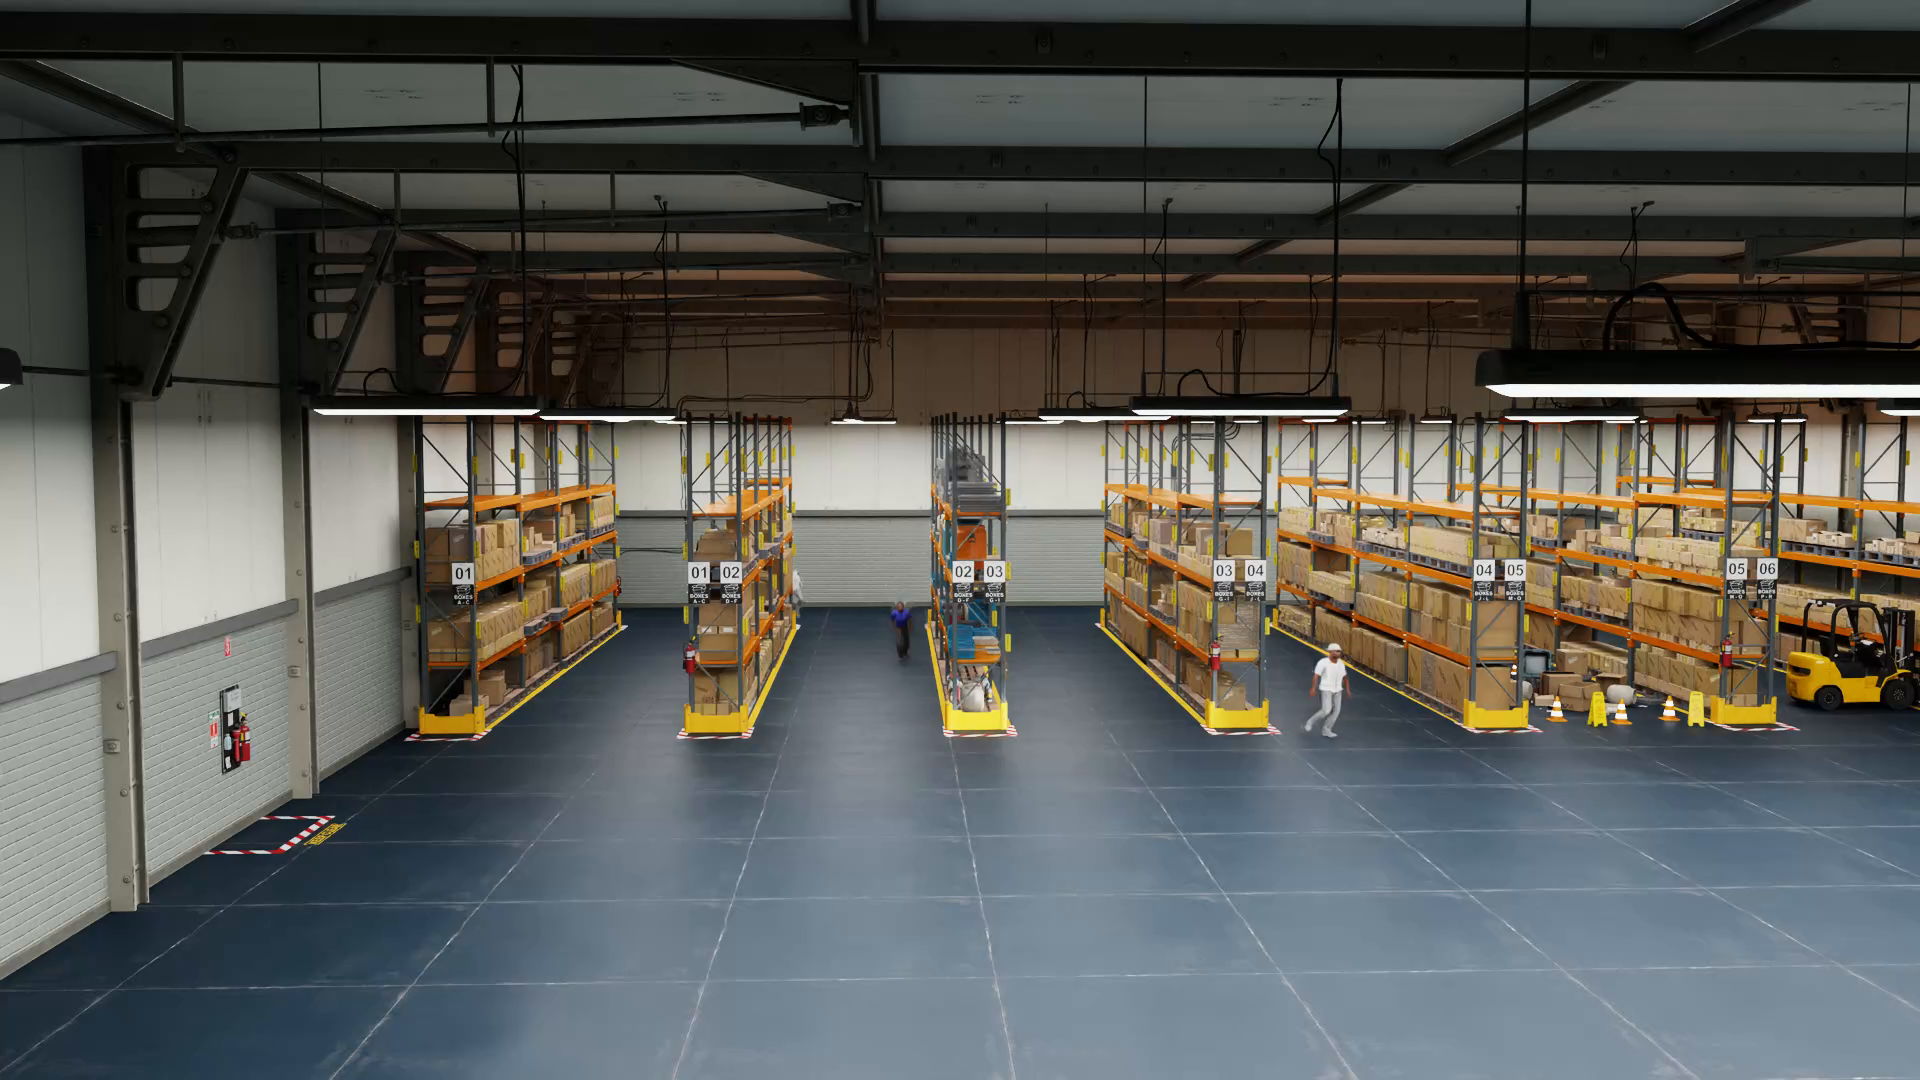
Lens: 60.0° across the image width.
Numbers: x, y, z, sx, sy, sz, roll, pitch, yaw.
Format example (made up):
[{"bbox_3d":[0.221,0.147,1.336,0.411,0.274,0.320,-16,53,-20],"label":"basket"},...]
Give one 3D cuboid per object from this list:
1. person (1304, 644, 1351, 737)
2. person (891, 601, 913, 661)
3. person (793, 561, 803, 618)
[{"bbox_3d":[6.773,2.767,30.681,0.784,1.726,0.580,-2,4,-26],"label":"person"},{"bbox_3d":[-1.419,2.202,40.716,0.604,1.502,0.836,-1,4,-15],"label":"person"},{"bbox_3d":[-5.035,1.503,49.911,0.615,1.745,0.615,-4,5,-43],"label":"person"}]
